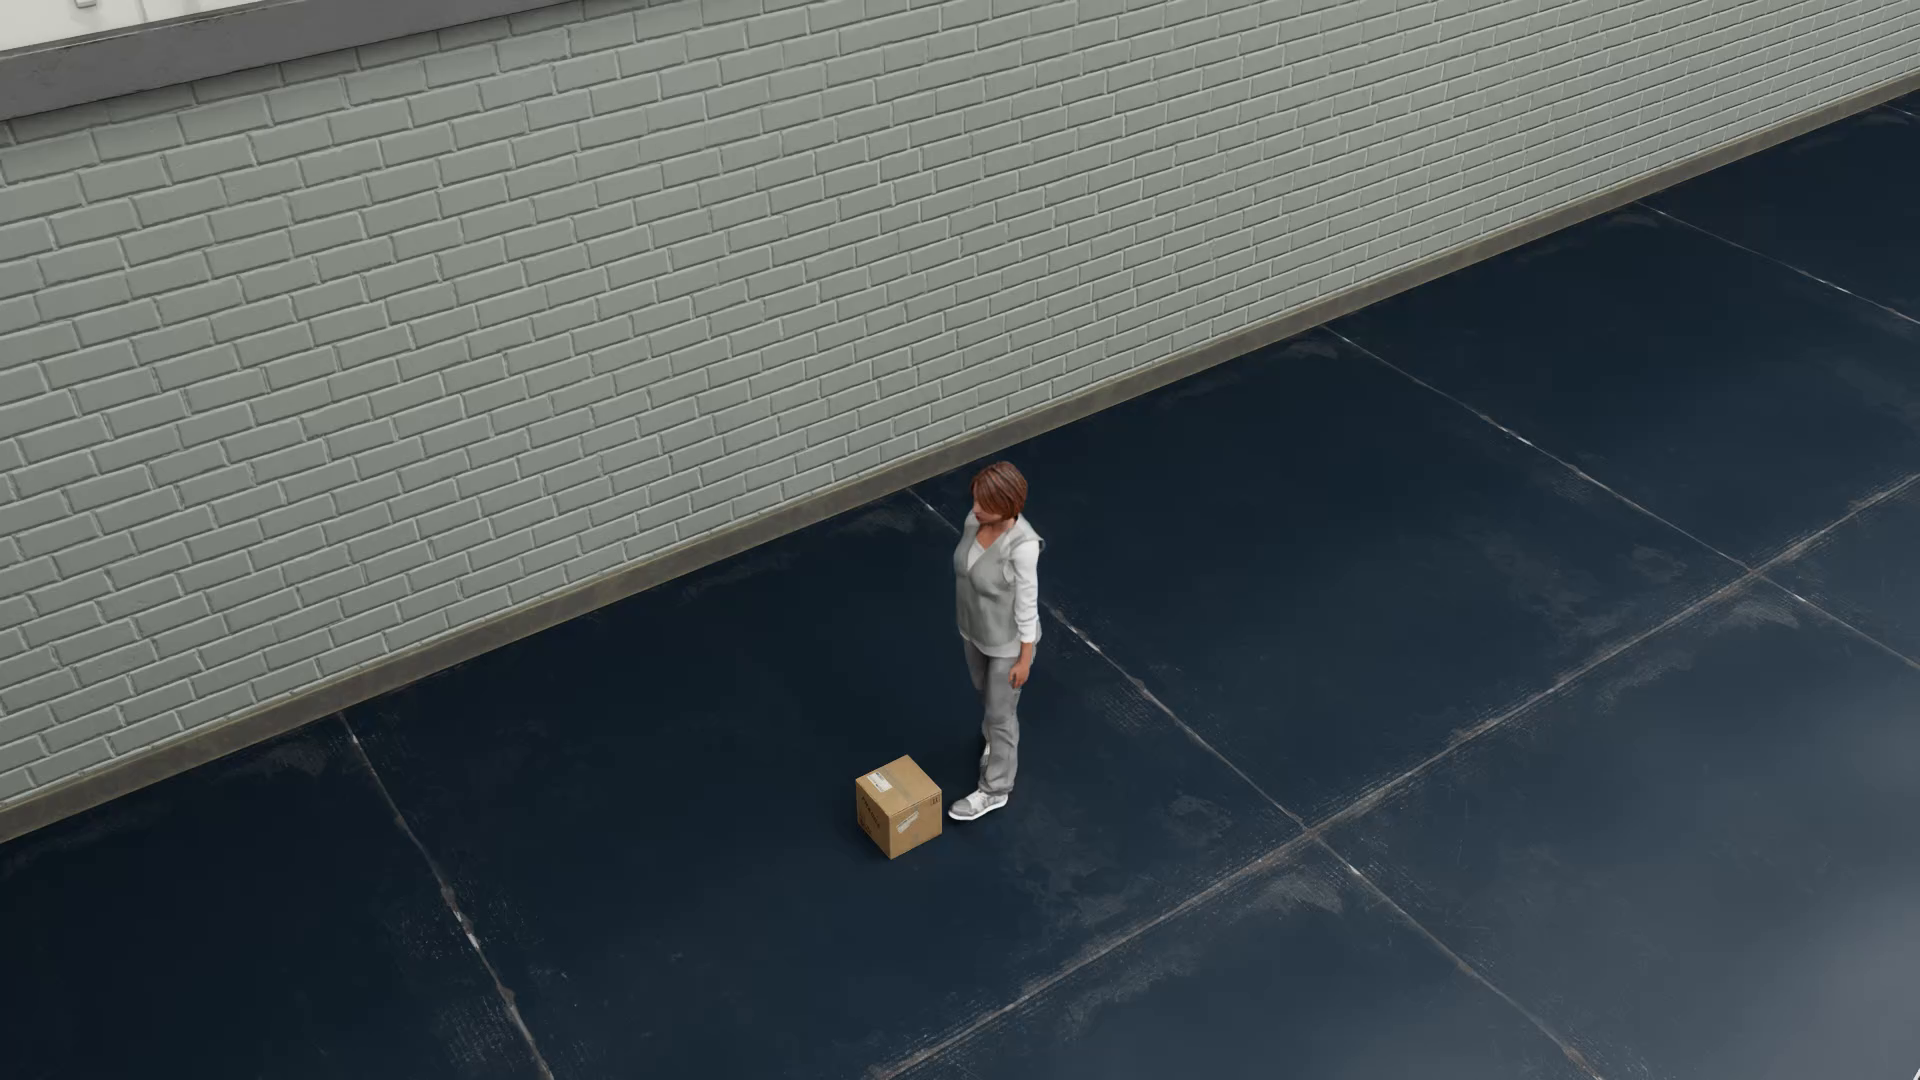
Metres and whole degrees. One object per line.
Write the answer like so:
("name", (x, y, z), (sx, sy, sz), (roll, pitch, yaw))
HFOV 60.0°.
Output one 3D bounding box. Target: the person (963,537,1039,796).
("person", (0.177, 0.438, 6.574), (0.363, 1.285, 0.432), (-22, 42, -26))
